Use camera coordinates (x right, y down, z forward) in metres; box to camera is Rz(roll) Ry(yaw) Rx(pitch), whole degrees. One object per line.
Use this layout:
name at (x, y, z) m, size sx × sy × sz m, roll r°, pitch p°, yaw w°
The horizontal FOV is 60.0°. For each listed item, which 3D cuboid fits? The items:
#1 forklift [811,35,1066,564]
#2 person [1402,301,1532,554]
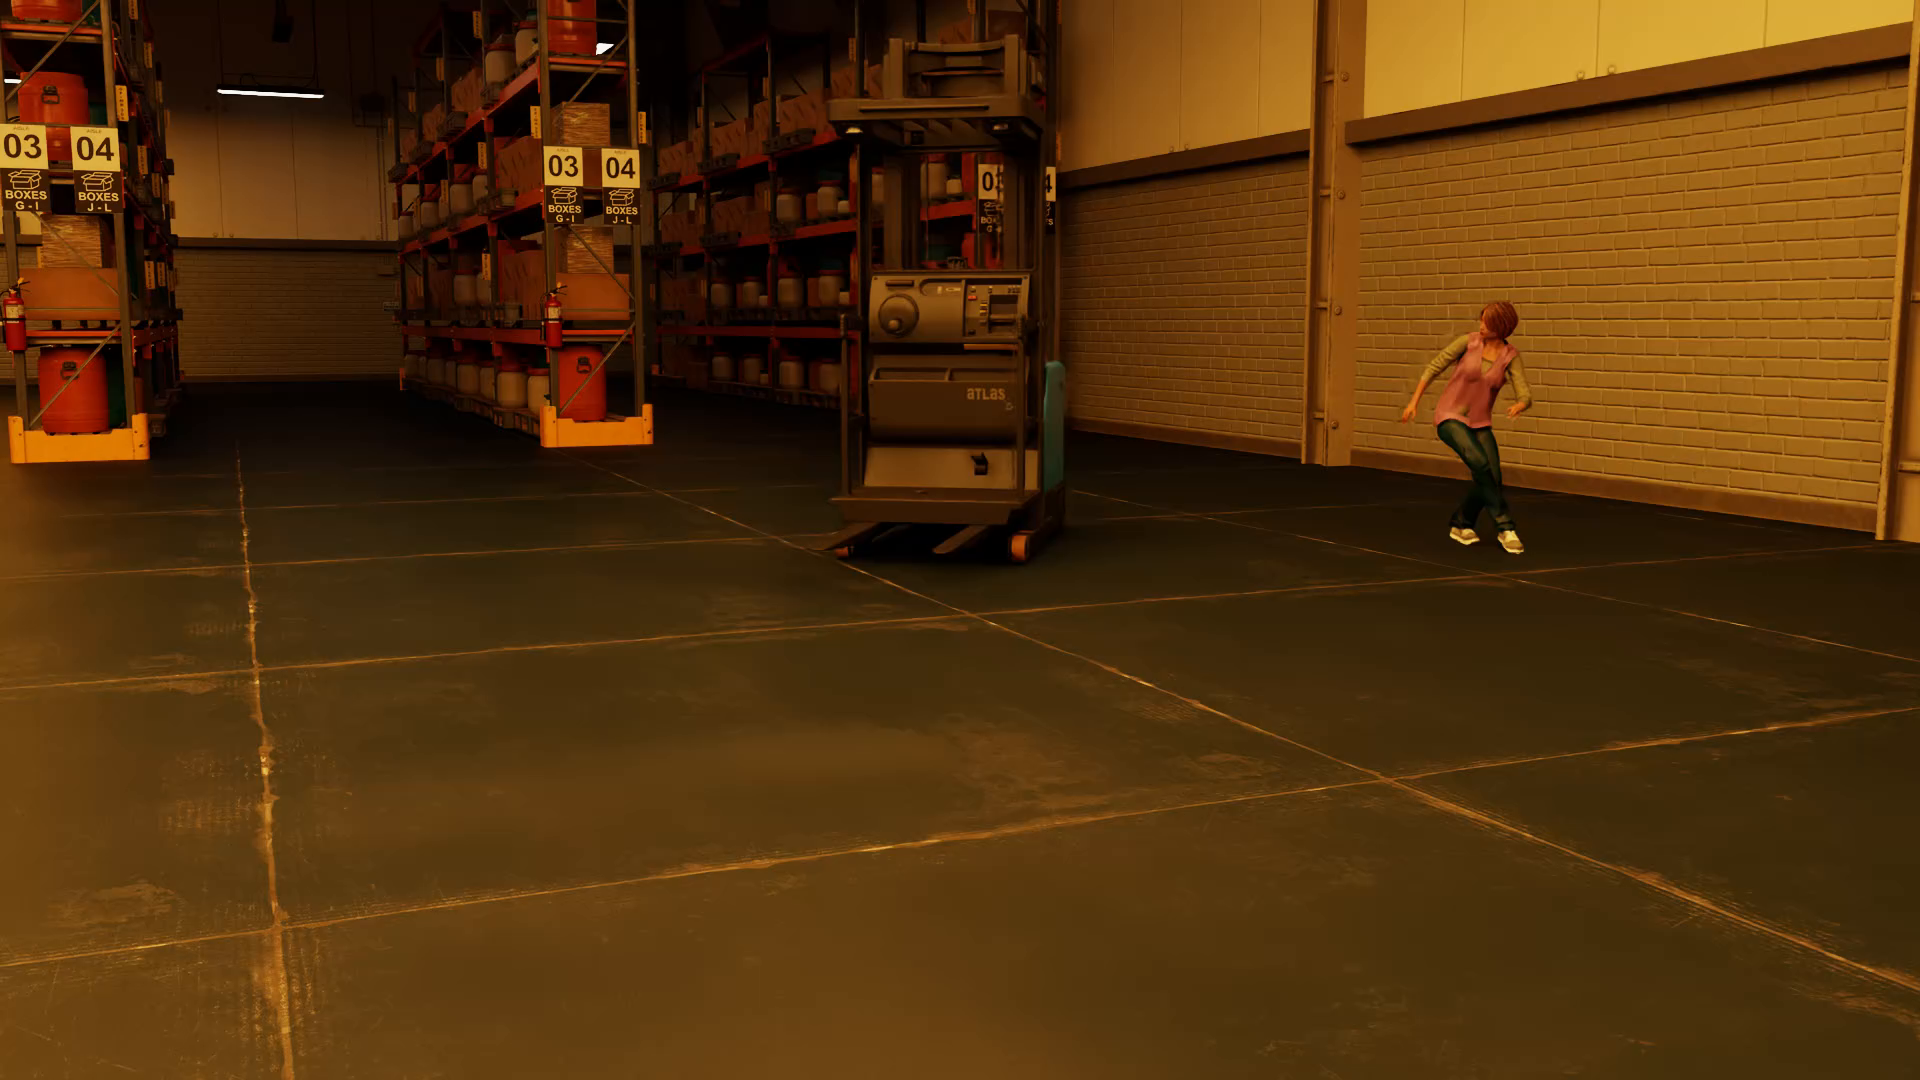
forklift at (-0.102, -1.372, 9.349) m, size 1.130 × 2.935 × 3.031 m, roll 1°, pitch 8°, yaw 11°
person at (3.000, -0.665, 9.729) m, size 0.640 × 1.445 × 0.720 m, roll -1°, pitch 8°, yaw -7°
